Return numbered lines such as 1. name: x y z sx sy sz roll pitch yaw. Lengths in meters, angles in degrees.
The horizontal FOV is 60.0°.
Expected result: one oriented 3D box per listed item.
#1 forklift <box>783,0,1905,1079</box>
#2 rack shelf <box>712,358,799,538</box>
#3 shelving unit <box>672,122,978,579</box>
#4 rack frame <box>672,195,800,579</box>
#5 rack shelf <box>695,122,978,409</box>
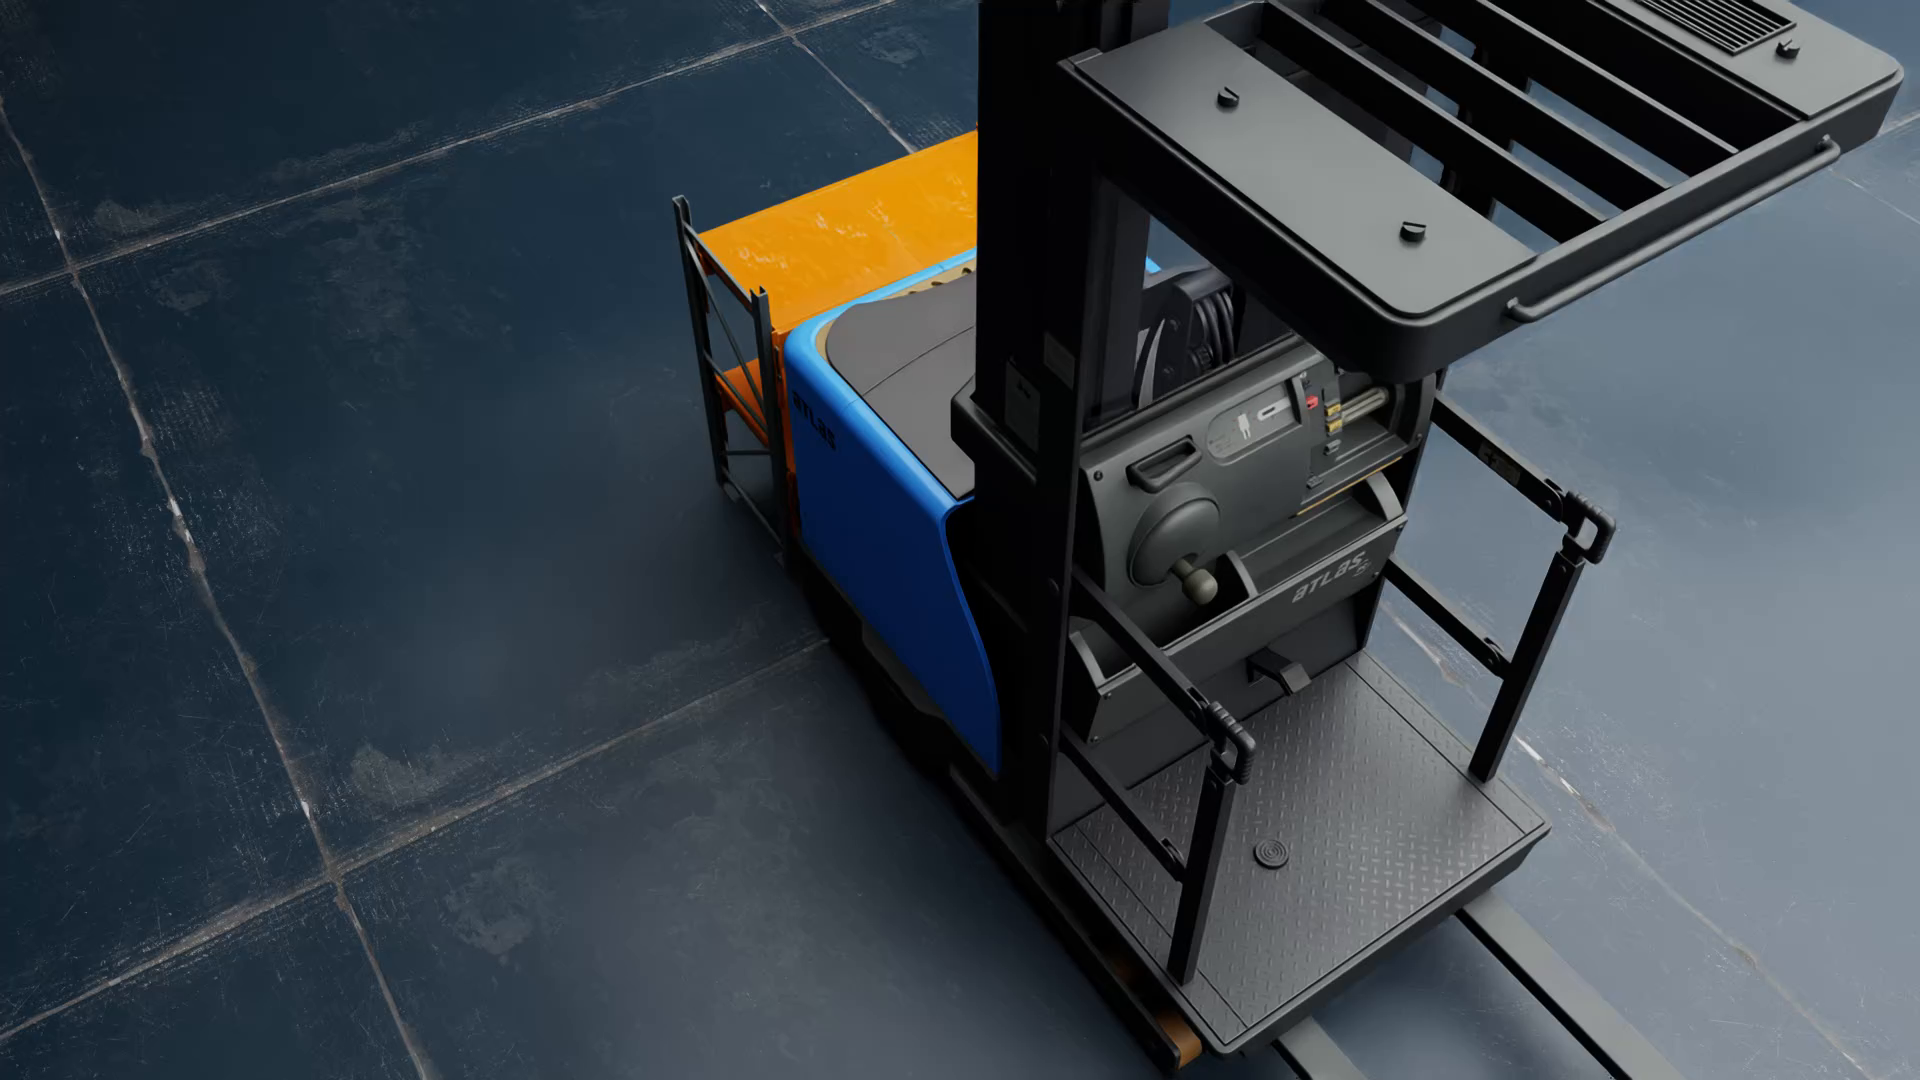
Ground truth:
1. forklift: 0.769 -0.096 3.373 1.130 2.935 3.031 -27 54 -22
2. rack shelf: -0.218 -0.460 5.234 1.000 0.278 0.538 -26 53 -21
3. shelving unit: -0.218 -0.623 5.051 1.048 1.125 0.538 -26 53 -21
4. rack frame: -0.646 -0.417 4.868 0.032 1.125 0.500 -26 53 -21
5. rack shelf: -0.218 -0.817 4.833 1.000 0.278 0.538 -26 53 -21
